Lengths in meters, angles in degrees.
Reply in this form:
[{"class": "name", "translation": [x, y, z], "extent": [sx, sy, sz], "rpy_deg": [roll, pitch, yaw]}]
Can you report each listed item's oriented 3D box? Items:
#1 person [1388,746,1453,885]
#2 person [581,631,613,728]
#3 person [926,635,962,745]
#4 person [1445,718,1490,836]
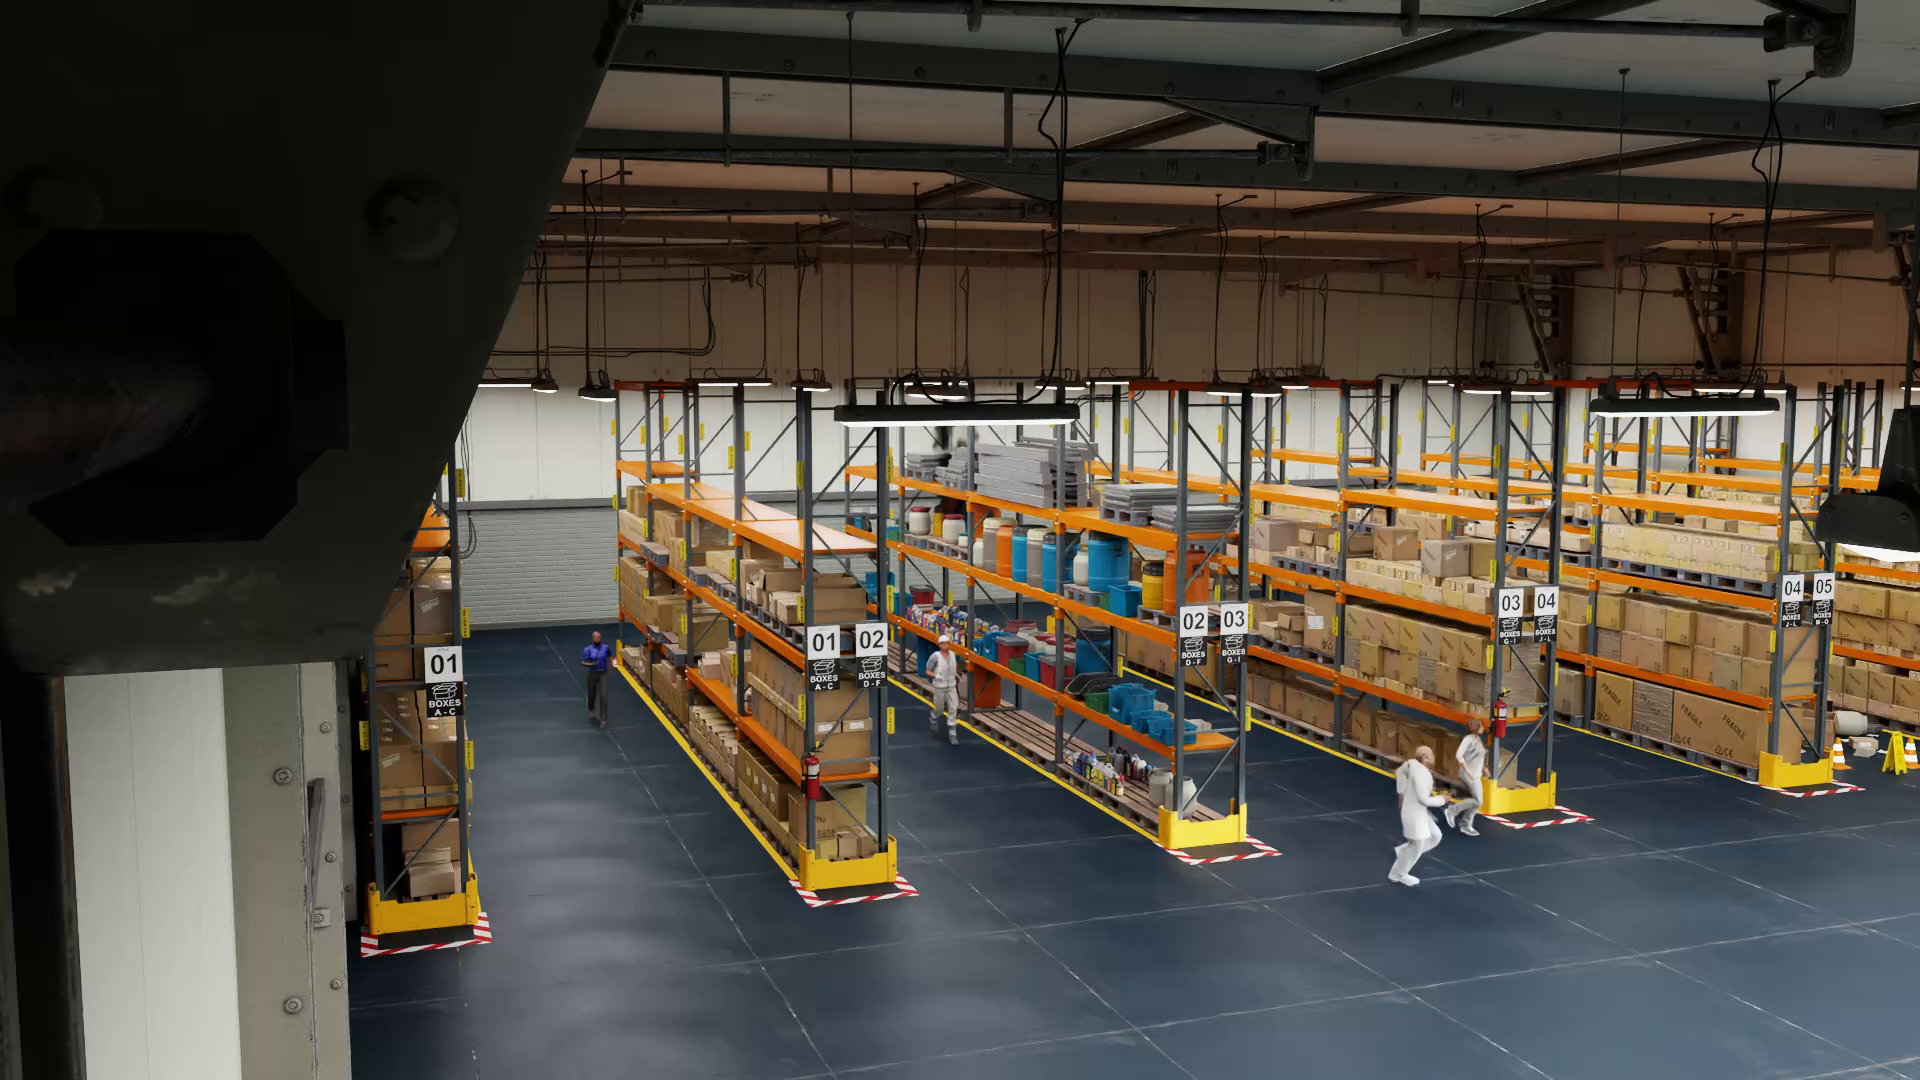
[{"class": "person", "translation": [5.595, 3.336, 20.183], "extent": [0.724, 1.728, 0.761], "rpy_deg": [1, 6, 11]}, {"class": "person", "translation": [-6.349, 2.455, 29.162], "extent": [0.575, 1.550, 0.938], "rpy_deg": [-2, 6, -18]}, {"class": "person", "translation": [-0.266, 2.483, 27.937], "extent": [0.655, 1.793, 0.985], "rpy_deg": [-3, 7, -23]}, {"class": "person", "translation": [6.904, 3.189, 22.549], "extent": [0.522, 1.548, 0.573], "rpy_deg": [4, 7, 31]}]
